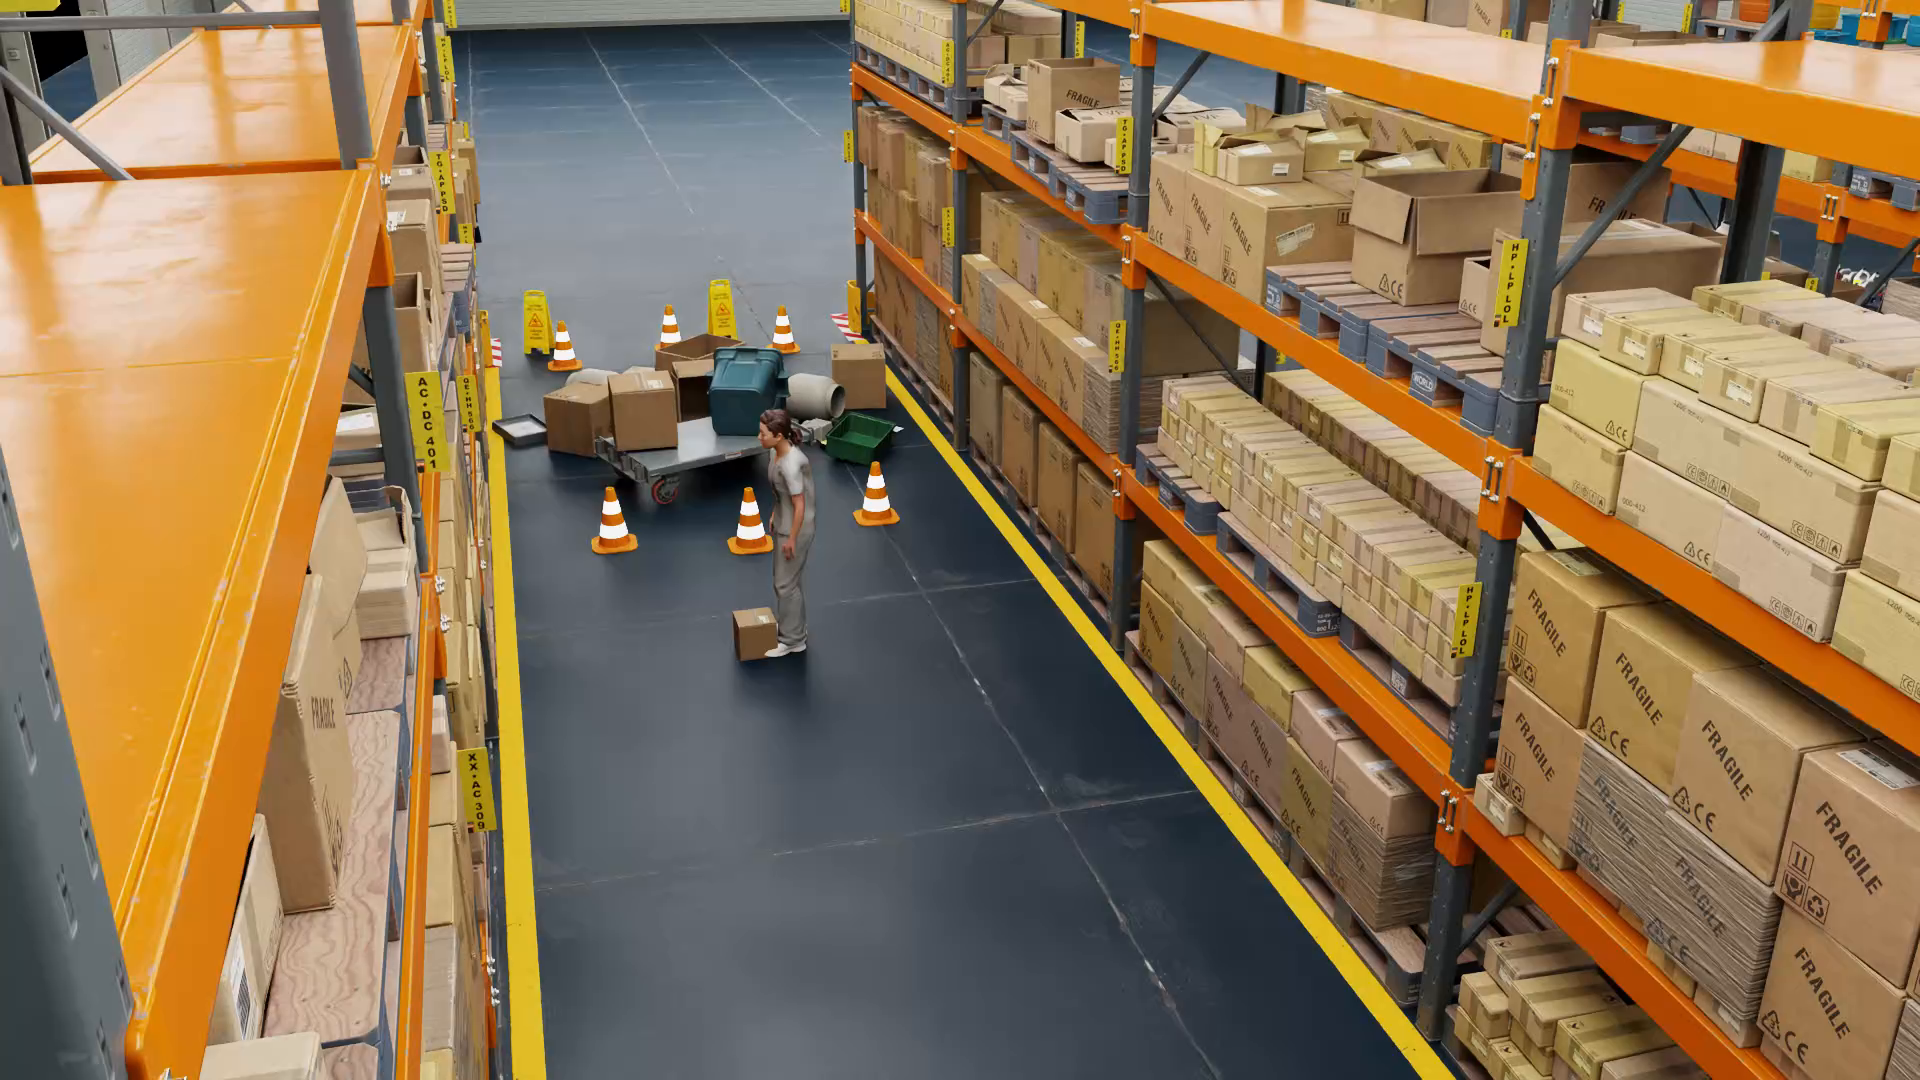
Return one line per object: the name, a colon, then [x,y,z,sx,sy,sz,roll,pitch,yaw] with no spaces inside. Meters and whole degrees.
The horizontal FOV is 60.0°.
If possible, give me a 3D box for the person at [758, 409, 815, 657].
person: [-1.138,-0.061,10.740,0.406,1.673,0.507,-7,24,-16]
